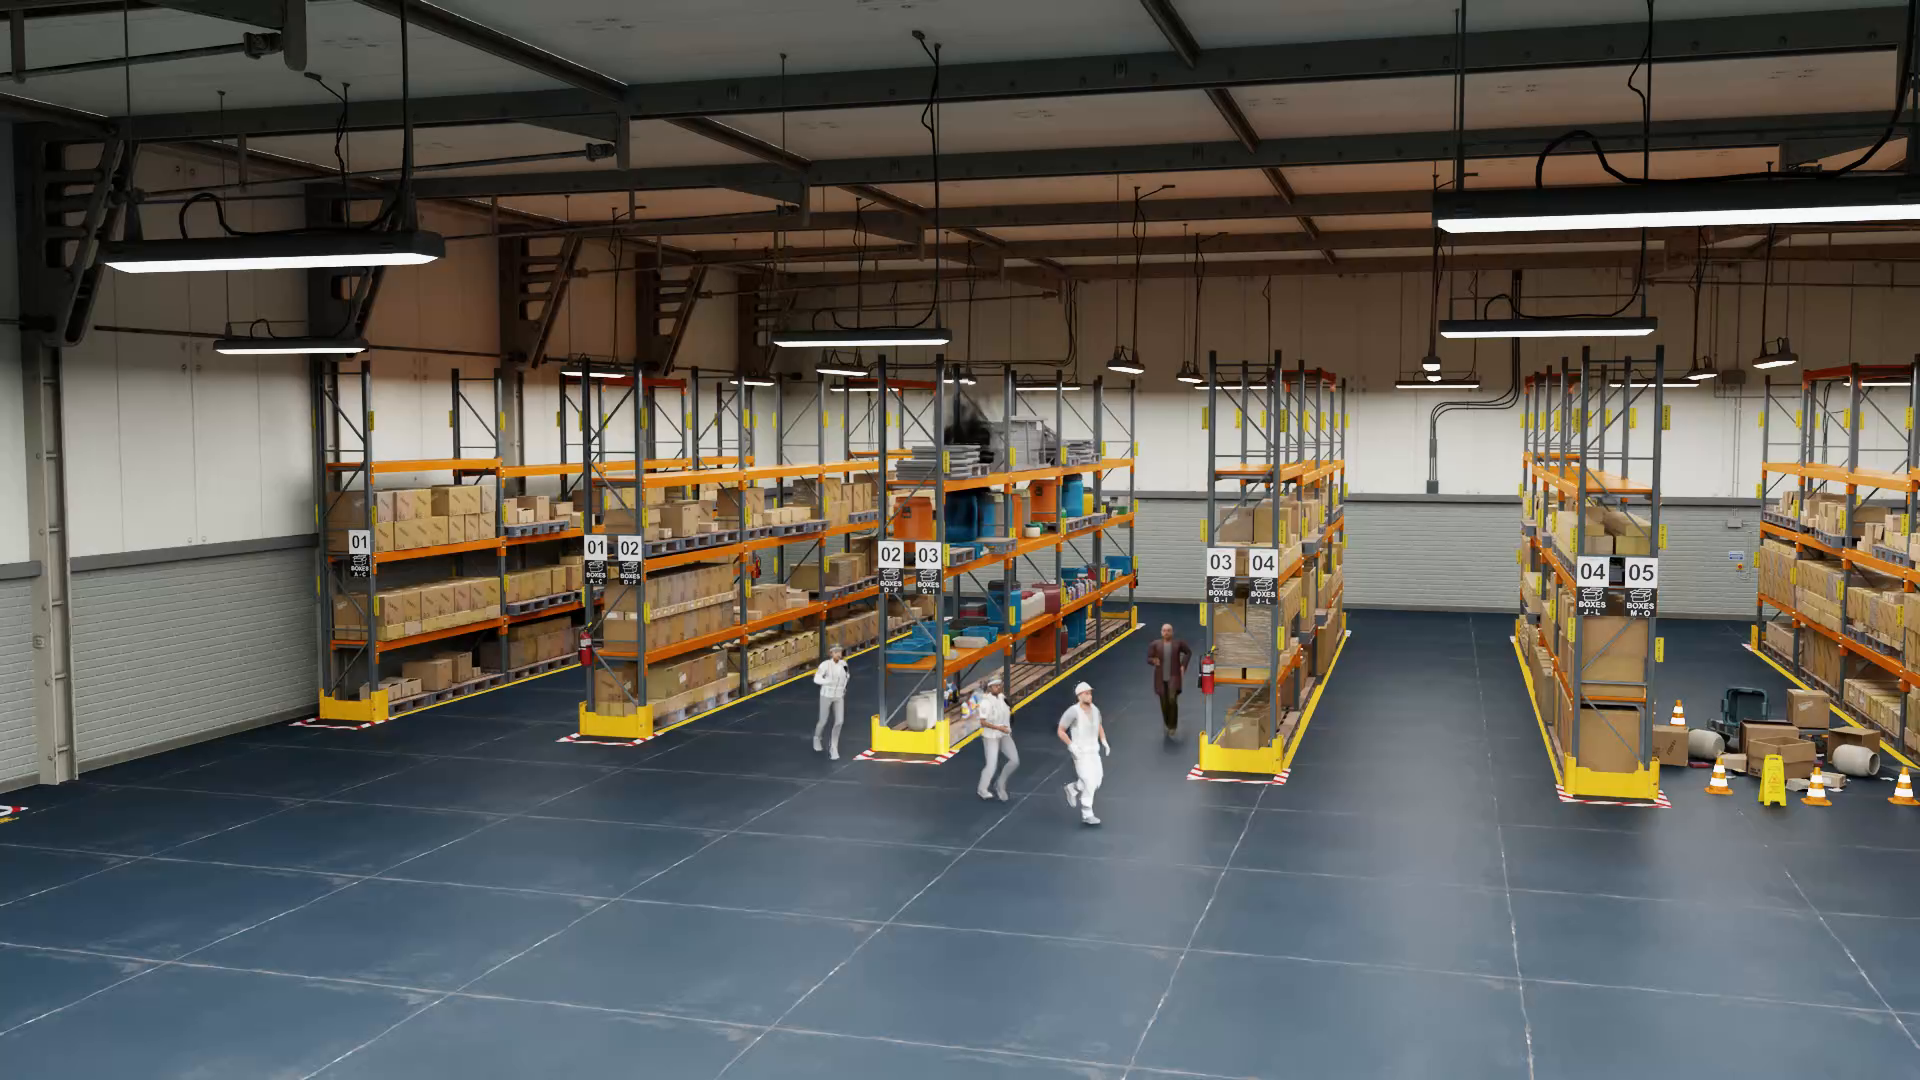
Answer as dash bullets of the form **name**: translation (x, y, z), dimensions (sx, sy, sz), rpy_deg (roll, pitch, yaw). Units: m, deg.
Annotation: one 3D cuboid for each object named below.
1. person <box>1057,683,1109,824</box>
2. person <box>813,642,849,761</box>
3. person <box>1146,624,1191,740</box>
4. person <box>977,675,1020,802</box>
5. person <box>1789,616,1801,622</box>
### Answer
- **person**: translation (1.512, 2.644, 20.792), dimensions (0.698, 1.744, 0.724), rpy_deg (-3, 5, -39)
- **person**: translation (-1.904, 2.385, 24.878), dimensions (0.618, 1.745, 0.779), rpy_deg (-2, 4, -22)
- **person**: translation (3.294, 2.242, 26.381), dimensions (0.684, 1.843, 0.841), rpy_deg (1, 4, 17)
- **person**: translation (0.497, 2.608, 21.928), dimensions (0.581, 1.691, 0.656), rpy_deg (-3, 5, -38)
- **person**: translation (18.933, 1.577, 37.428), dimensions (0.707, 1.562, 0.690), rpy_deg (-3, 5, -37)
